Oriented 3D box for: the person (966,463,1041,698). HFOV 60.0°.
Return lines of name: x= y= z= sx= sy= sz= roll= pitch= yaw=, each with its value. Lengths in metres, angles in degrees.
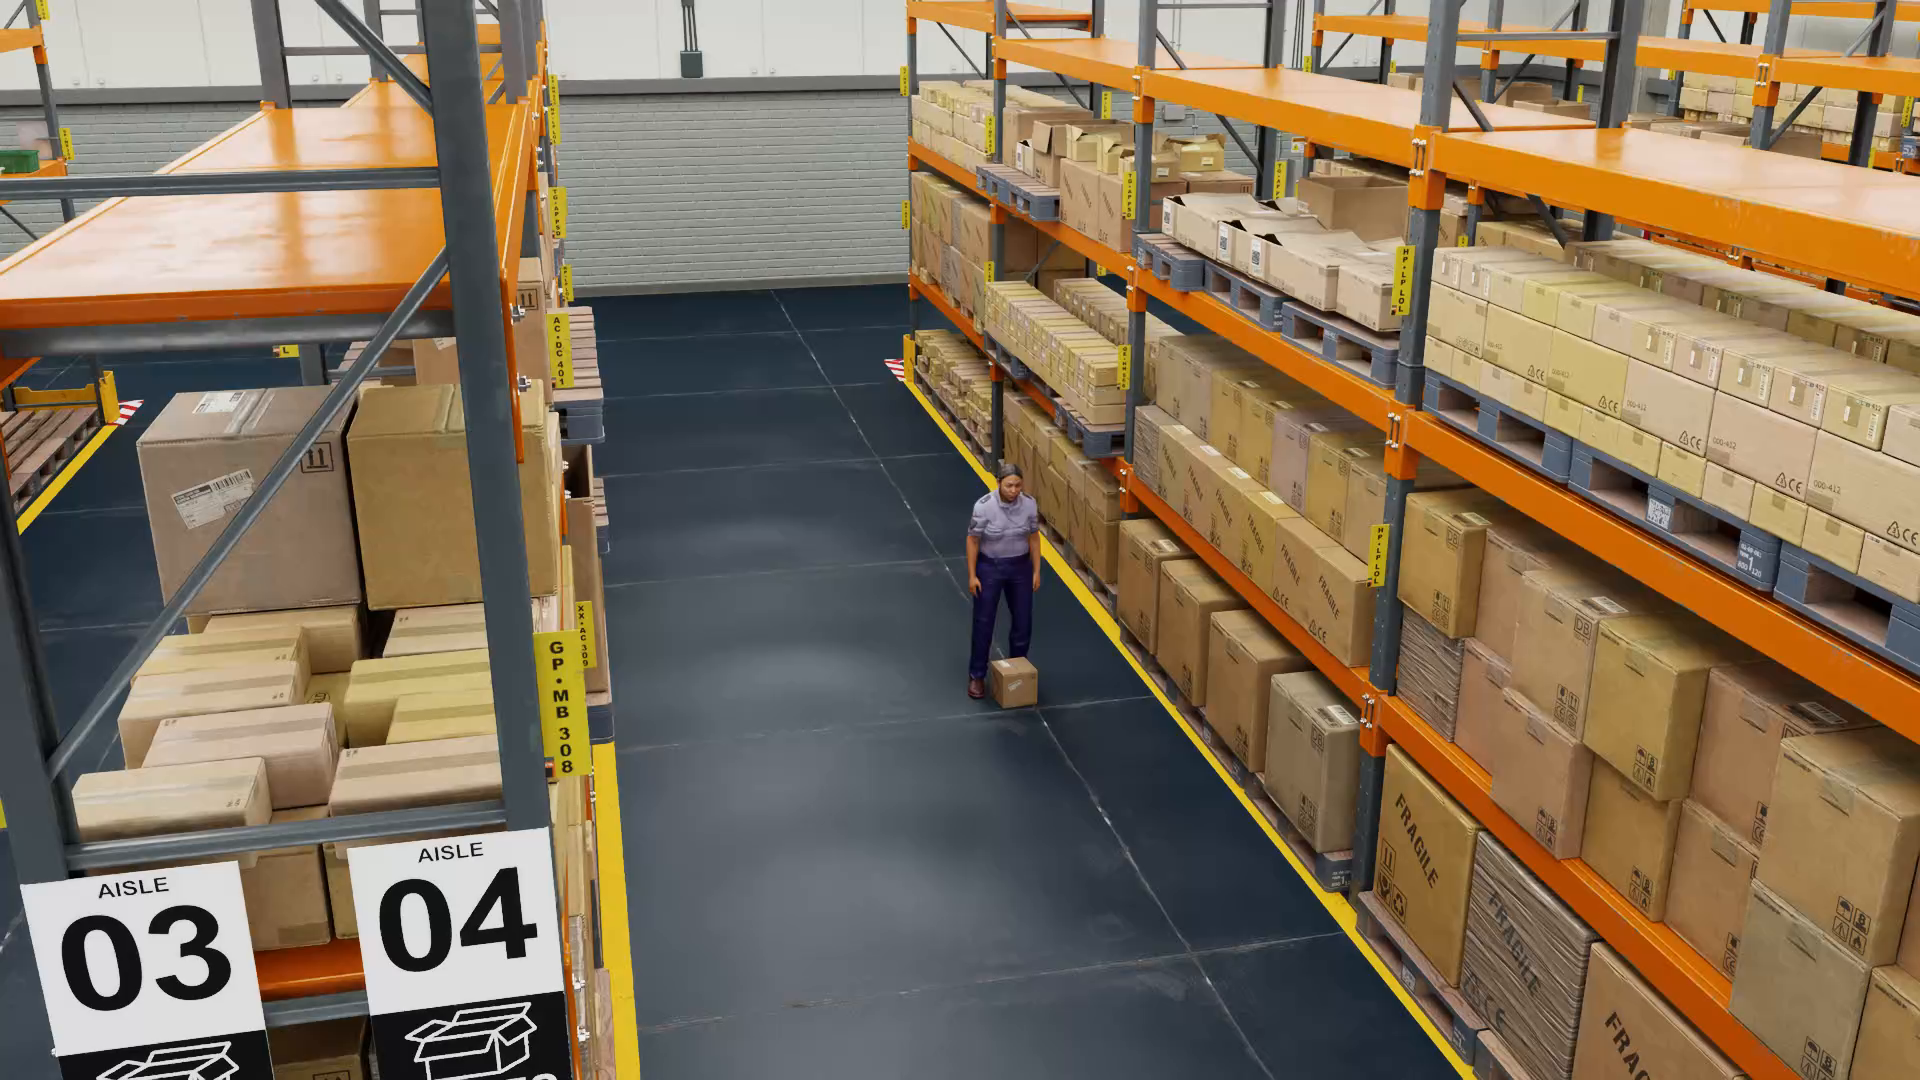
person: x=0.294 y=0.245 z=11.400 sx=0.545 sy=1.652 sz=0.371 roll=-5 pitch=20 yaw=-13
